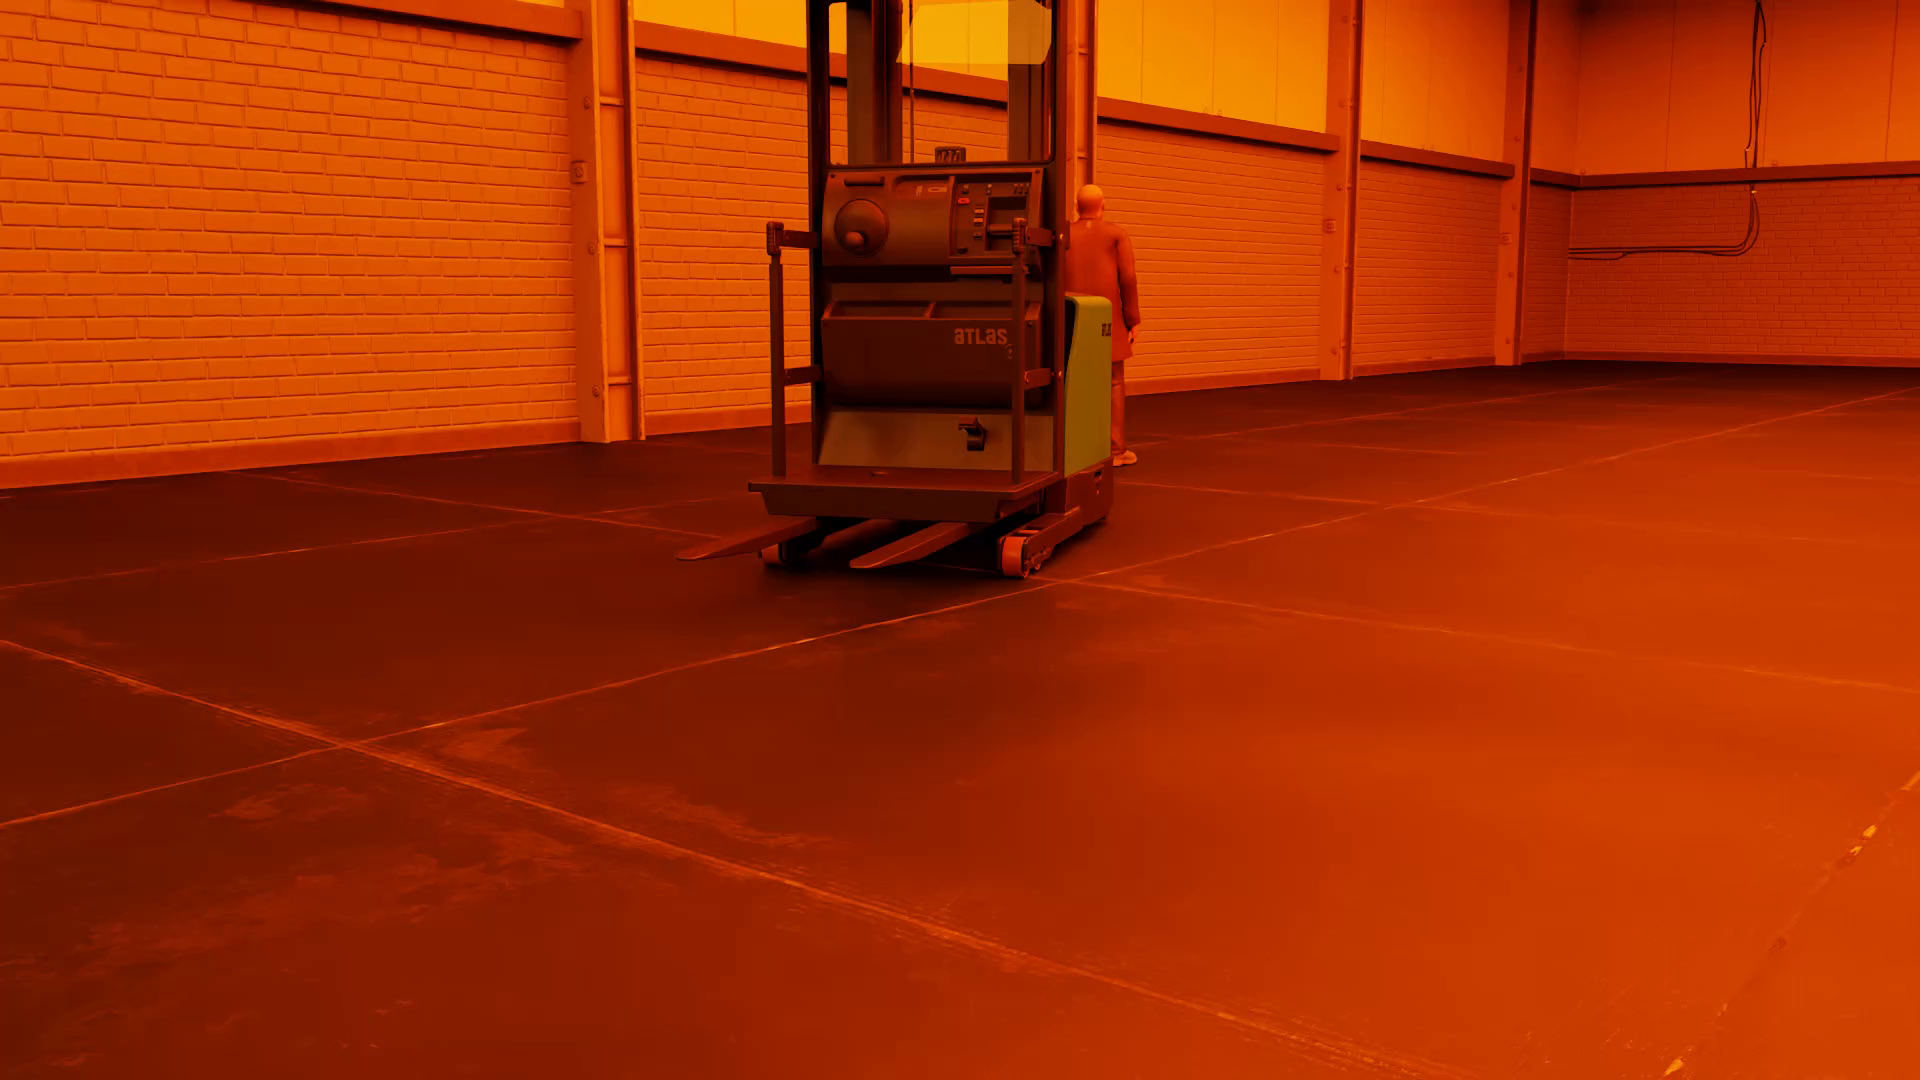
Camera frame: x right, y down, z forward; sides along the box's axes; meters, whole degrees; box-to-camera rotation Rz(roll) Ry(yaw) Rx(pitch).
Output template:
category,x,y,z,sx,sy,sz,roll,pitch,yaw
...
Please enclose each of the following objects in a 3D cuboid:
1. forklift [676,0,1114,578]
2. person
category,x,y,z,sx,sy,sz,roll,pitch,yaw
forklift,-0.176,-1.366,6.616,1.130,2.935,3.031,3,9,17
person,0.832,-1.364,10.594,0.644,1.774,0.420,2,9,15
